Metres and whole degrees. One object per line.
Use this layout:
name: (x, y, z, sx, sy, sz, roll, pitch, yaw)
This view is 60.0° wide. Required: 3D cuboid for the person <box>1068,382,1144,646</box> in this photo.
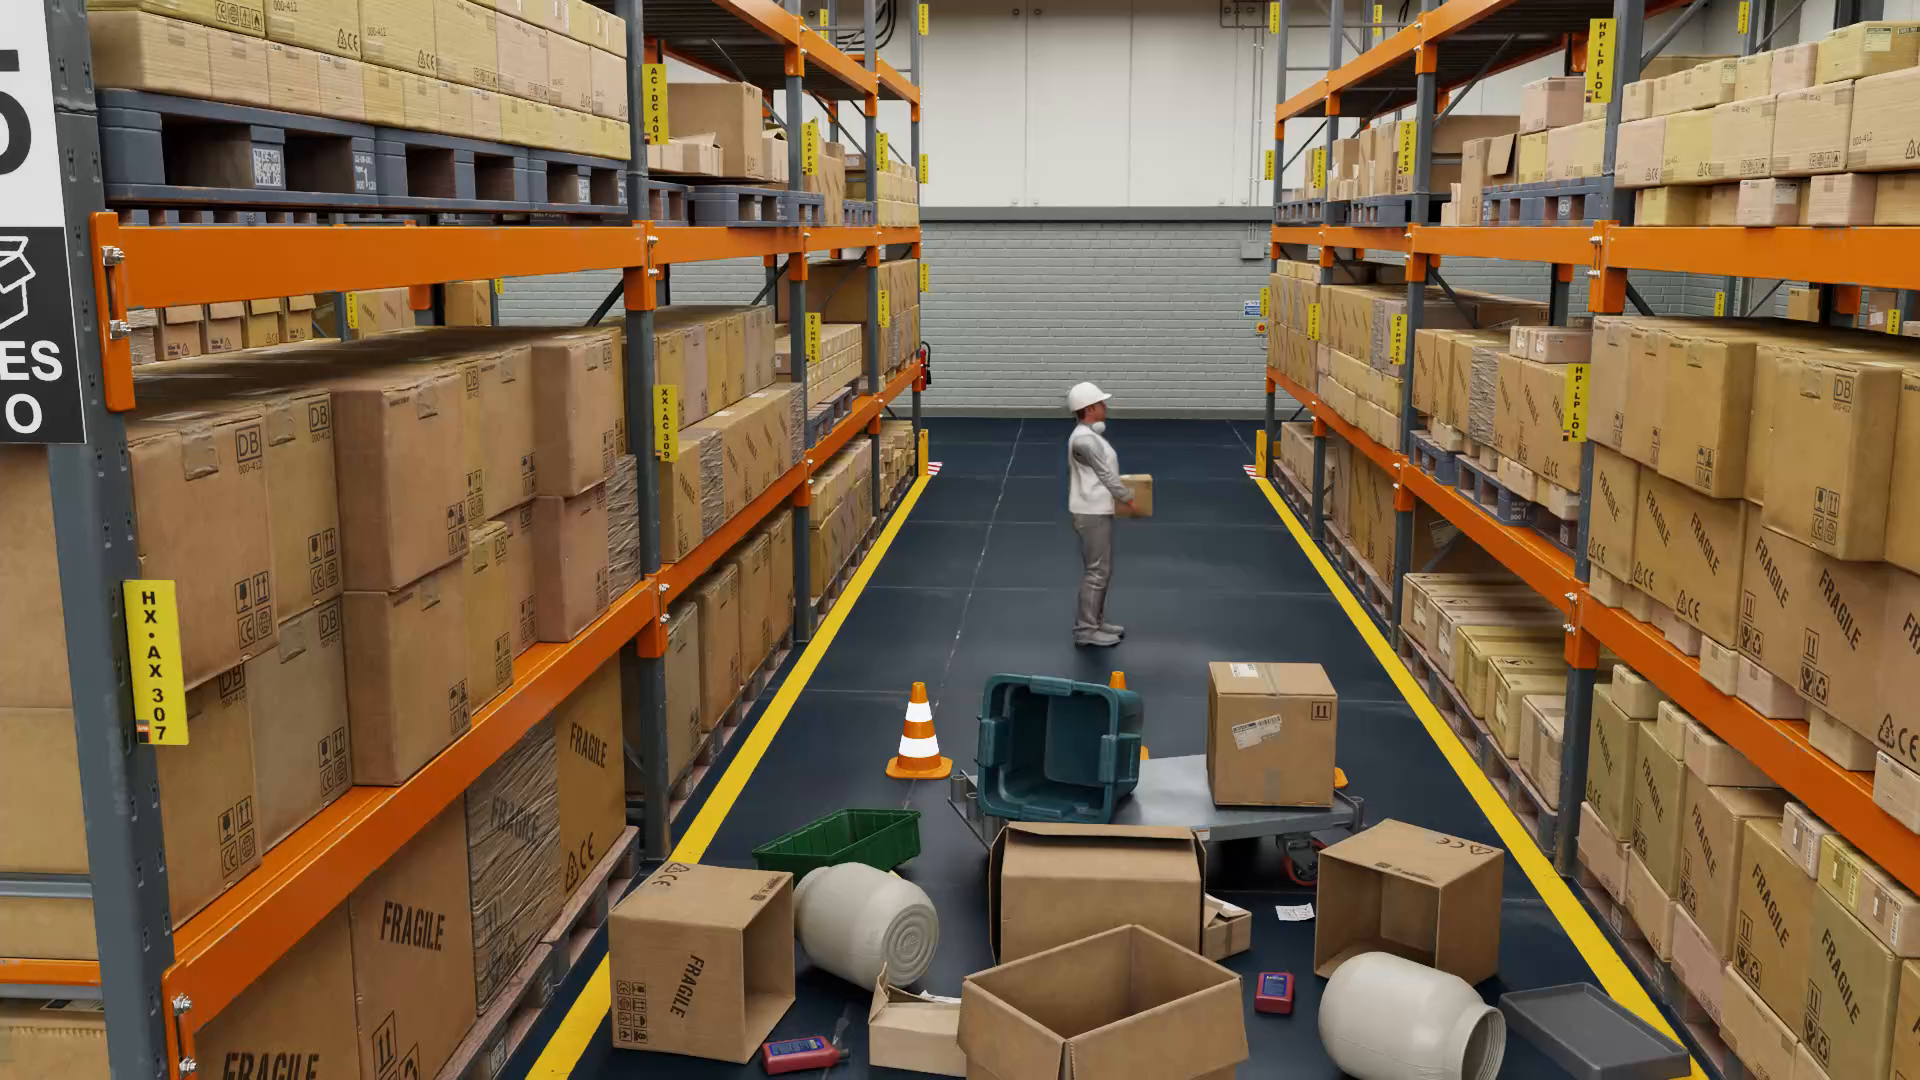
person: (1.008, -0.190, 11.368, 0.551, 1.770, 0.500, 1, 11, 3)
